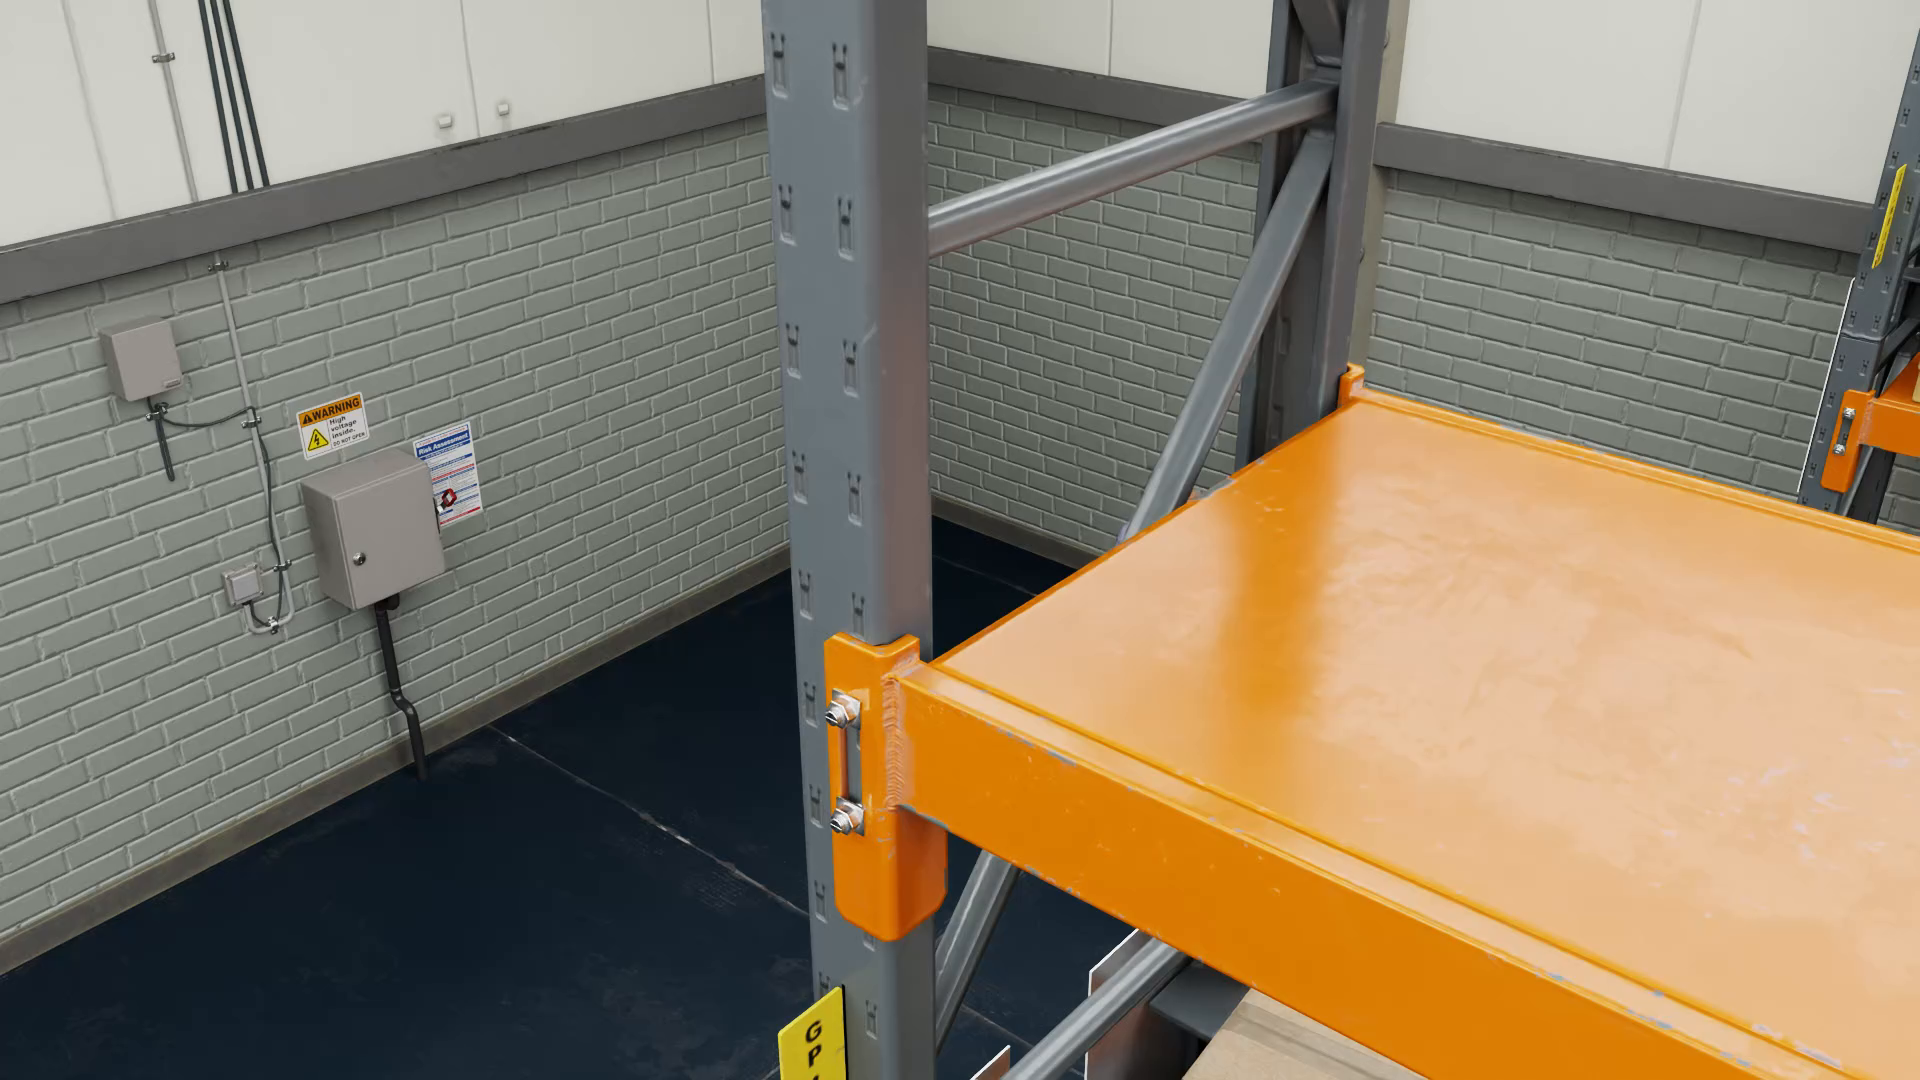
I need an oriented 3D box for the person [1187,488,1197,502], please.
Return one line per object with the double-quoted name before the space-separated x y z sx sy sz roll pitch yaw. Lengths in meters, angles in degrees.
"person" 0.968 0.350 8.441 0.585 1.584 0.623 24 36 38
